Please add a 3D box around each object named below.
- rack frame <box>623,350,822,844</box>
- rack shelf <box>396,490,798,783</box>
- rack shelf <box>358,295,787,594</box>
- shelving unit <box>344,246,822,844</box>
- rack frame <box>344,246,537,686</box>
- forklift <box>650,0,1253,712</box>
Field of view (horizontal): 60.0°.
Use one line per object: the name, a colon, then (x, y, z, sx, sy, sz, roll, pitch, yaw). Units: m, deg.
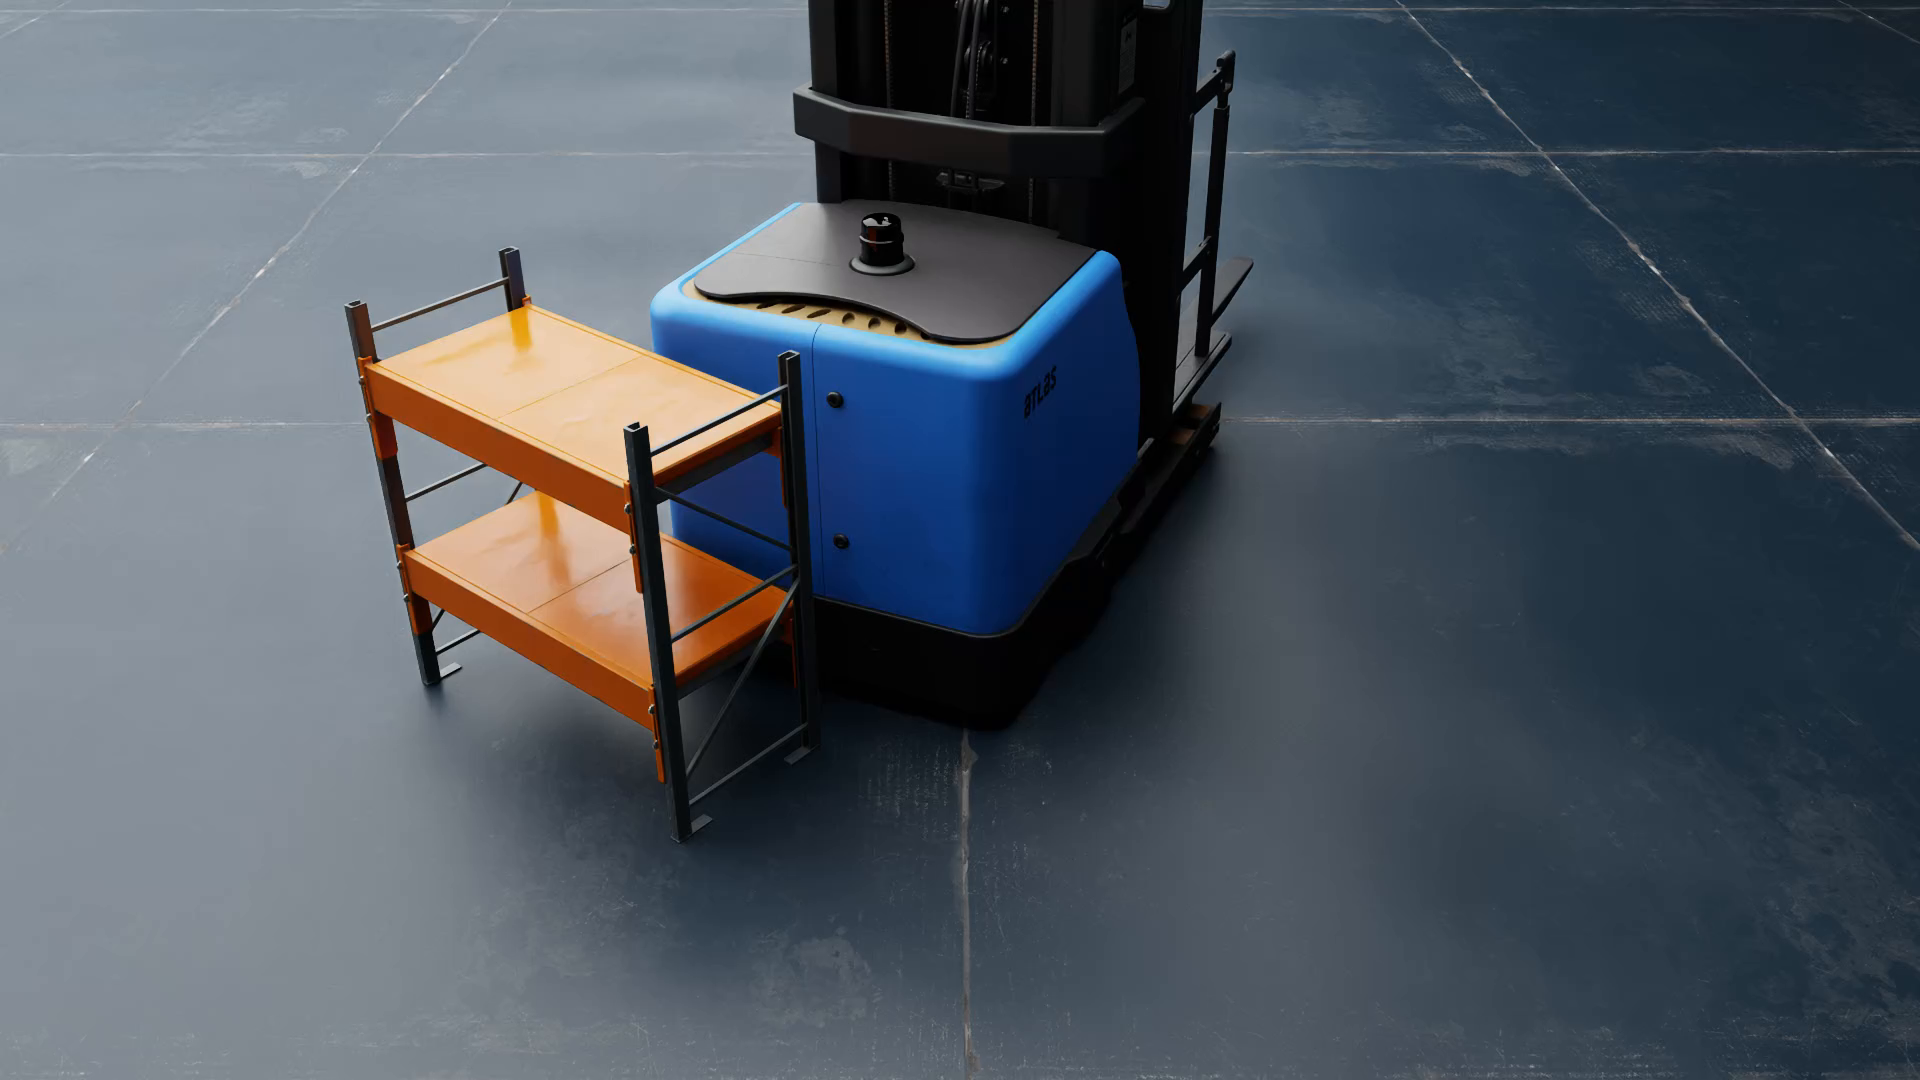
rack frame: (-0.533, 0.152, 3.915, 0.032, 1.125, 0.500, 23, 38, 33)
rack shelf: (-0.926, 0.194, 4.318, 1.000, 0.278, 0.538, 23, 38, 33)
rack shelf: (-0.926, -0.266, 4.039, 1.000, 0.278, 0.538, 23, 38, 33)
shelving unit: (-0.926, -0.016, 4.191, 1.048, 1.125, 0.538, 23, 38, 33)
rack frame: (-1.319, -0.183, 4.467, 0.032, 1.125, 0.500, 23, 38, 33)
forklift: (0.254, -1.548, 4.976, 1.130, 2.935, 3.031, 13, 34, 20)
